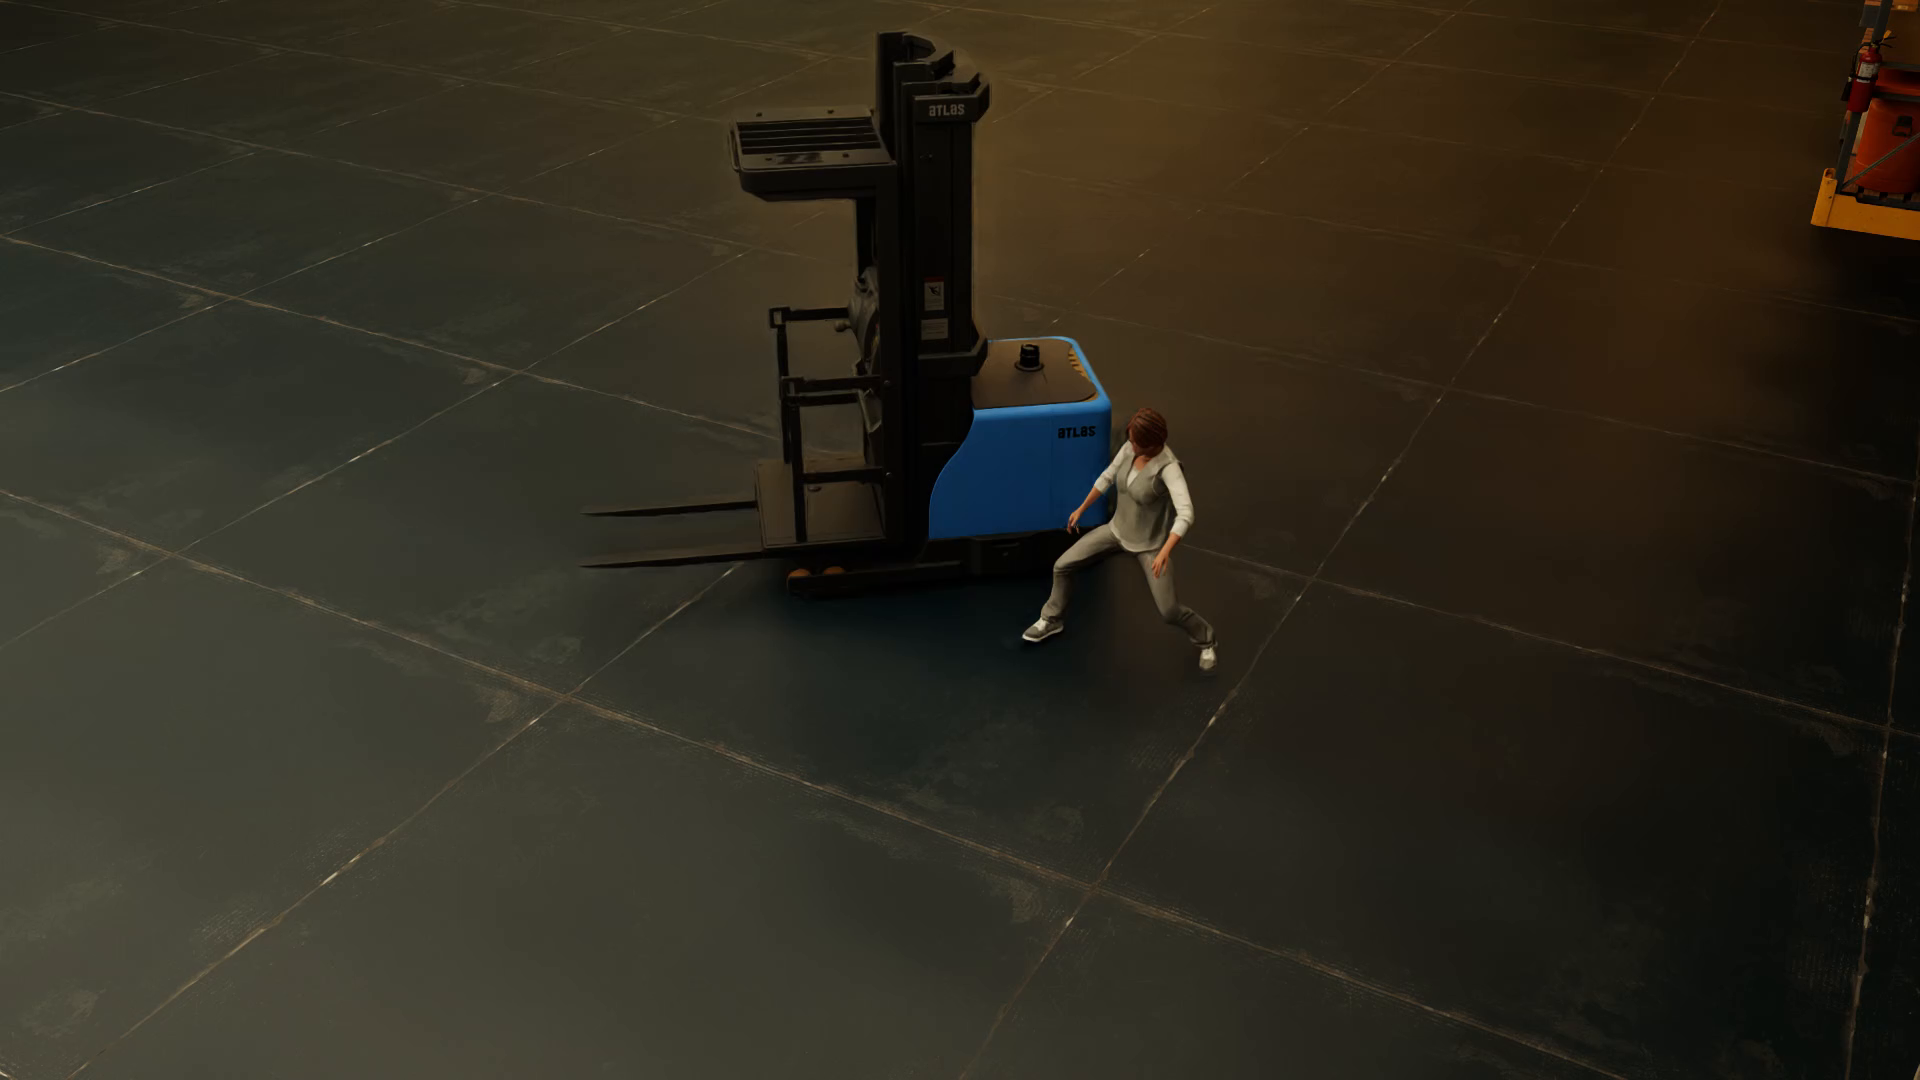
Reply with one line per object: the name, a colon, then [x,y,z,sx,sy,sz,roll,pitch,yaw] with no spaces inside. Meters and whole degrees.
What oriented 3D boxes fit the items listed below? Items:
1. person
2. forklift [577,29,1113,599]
person: [0.897,0.000,8.605,0.820,1.459,0.872,-21,36,-32]
forklift: [-0.702,-1.220,9.184,3.031,2.935,1.130,-5,30,-8]
